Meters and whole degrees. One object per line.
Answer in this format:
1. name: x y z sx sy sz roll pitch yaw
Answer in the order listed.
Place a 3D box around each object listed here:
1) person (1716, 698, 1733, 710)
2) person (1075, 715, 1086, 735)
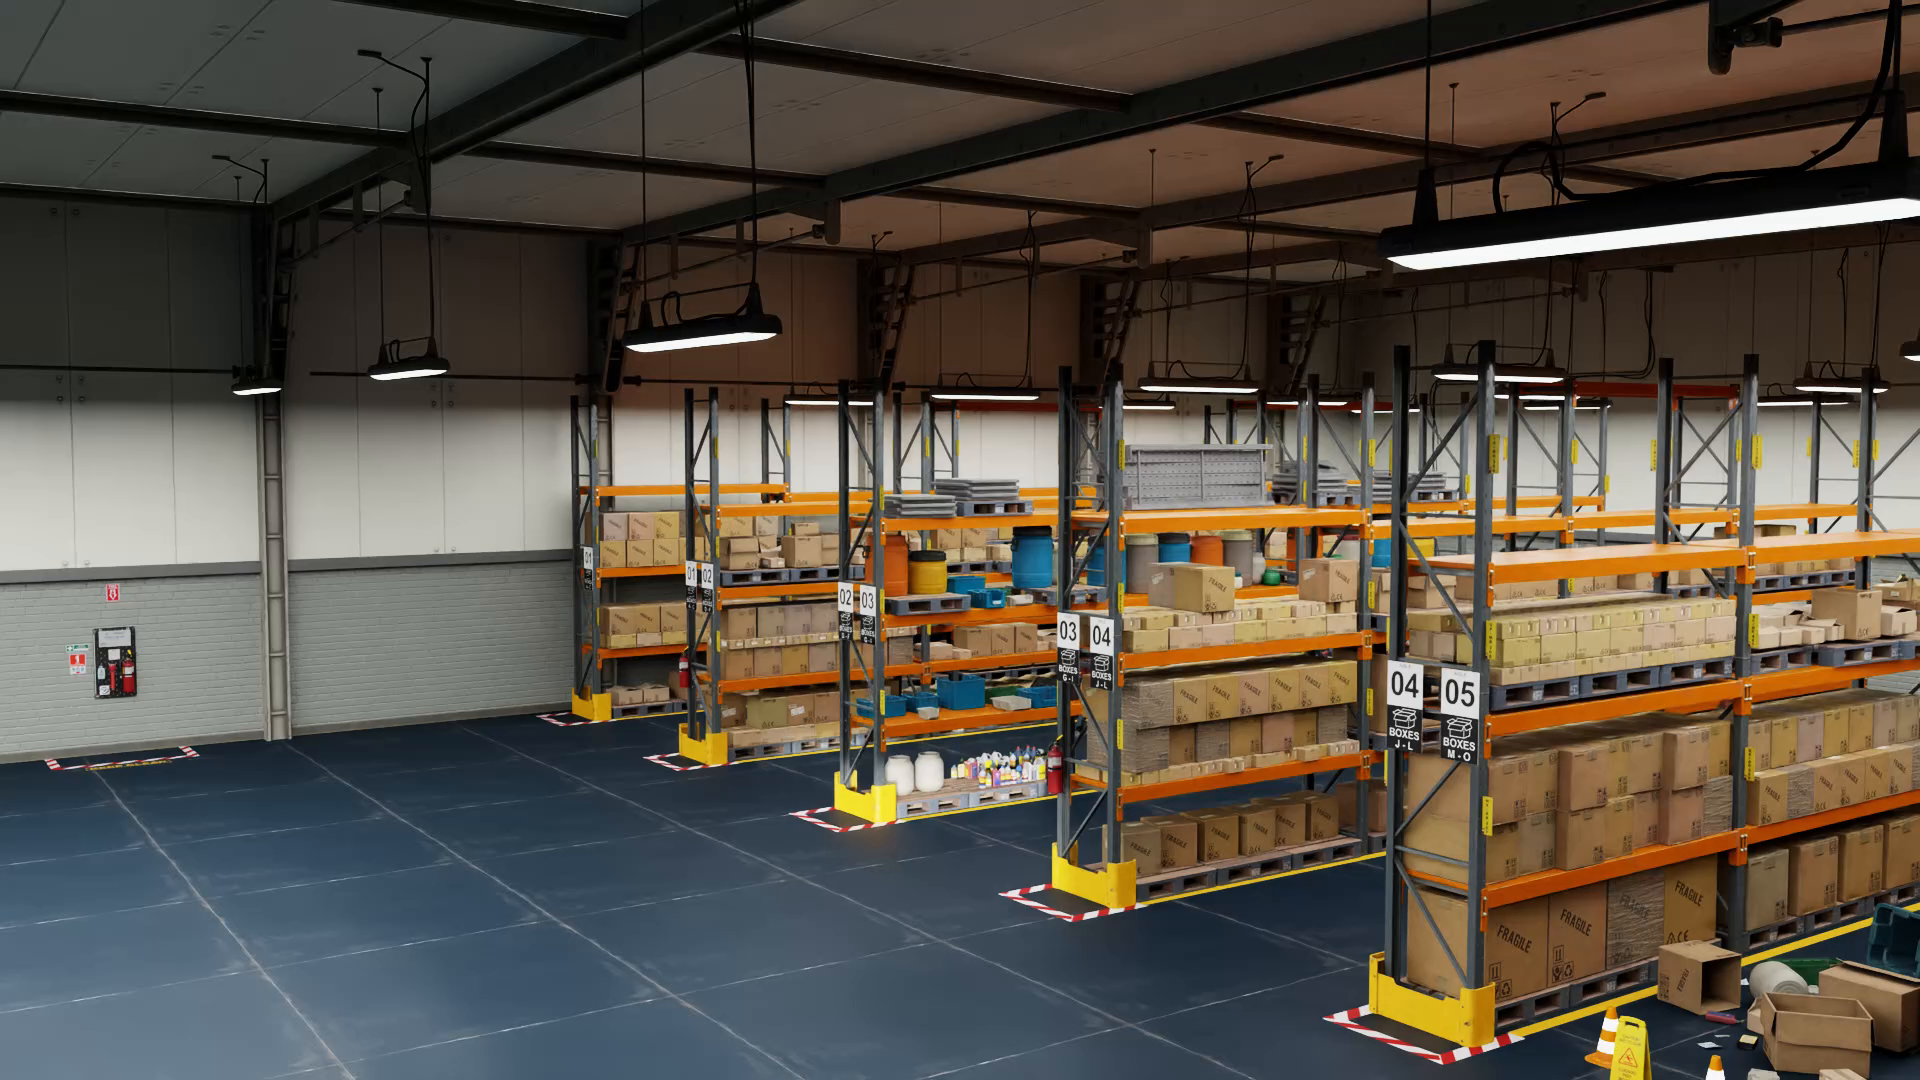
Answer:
1. person: 10.482 2.918 22.812 0.623 1.794 0.583 -1 4 -20
2. person: 2.281 2.629 28.931 0.946 1.547 0.434 -2 4 -34
